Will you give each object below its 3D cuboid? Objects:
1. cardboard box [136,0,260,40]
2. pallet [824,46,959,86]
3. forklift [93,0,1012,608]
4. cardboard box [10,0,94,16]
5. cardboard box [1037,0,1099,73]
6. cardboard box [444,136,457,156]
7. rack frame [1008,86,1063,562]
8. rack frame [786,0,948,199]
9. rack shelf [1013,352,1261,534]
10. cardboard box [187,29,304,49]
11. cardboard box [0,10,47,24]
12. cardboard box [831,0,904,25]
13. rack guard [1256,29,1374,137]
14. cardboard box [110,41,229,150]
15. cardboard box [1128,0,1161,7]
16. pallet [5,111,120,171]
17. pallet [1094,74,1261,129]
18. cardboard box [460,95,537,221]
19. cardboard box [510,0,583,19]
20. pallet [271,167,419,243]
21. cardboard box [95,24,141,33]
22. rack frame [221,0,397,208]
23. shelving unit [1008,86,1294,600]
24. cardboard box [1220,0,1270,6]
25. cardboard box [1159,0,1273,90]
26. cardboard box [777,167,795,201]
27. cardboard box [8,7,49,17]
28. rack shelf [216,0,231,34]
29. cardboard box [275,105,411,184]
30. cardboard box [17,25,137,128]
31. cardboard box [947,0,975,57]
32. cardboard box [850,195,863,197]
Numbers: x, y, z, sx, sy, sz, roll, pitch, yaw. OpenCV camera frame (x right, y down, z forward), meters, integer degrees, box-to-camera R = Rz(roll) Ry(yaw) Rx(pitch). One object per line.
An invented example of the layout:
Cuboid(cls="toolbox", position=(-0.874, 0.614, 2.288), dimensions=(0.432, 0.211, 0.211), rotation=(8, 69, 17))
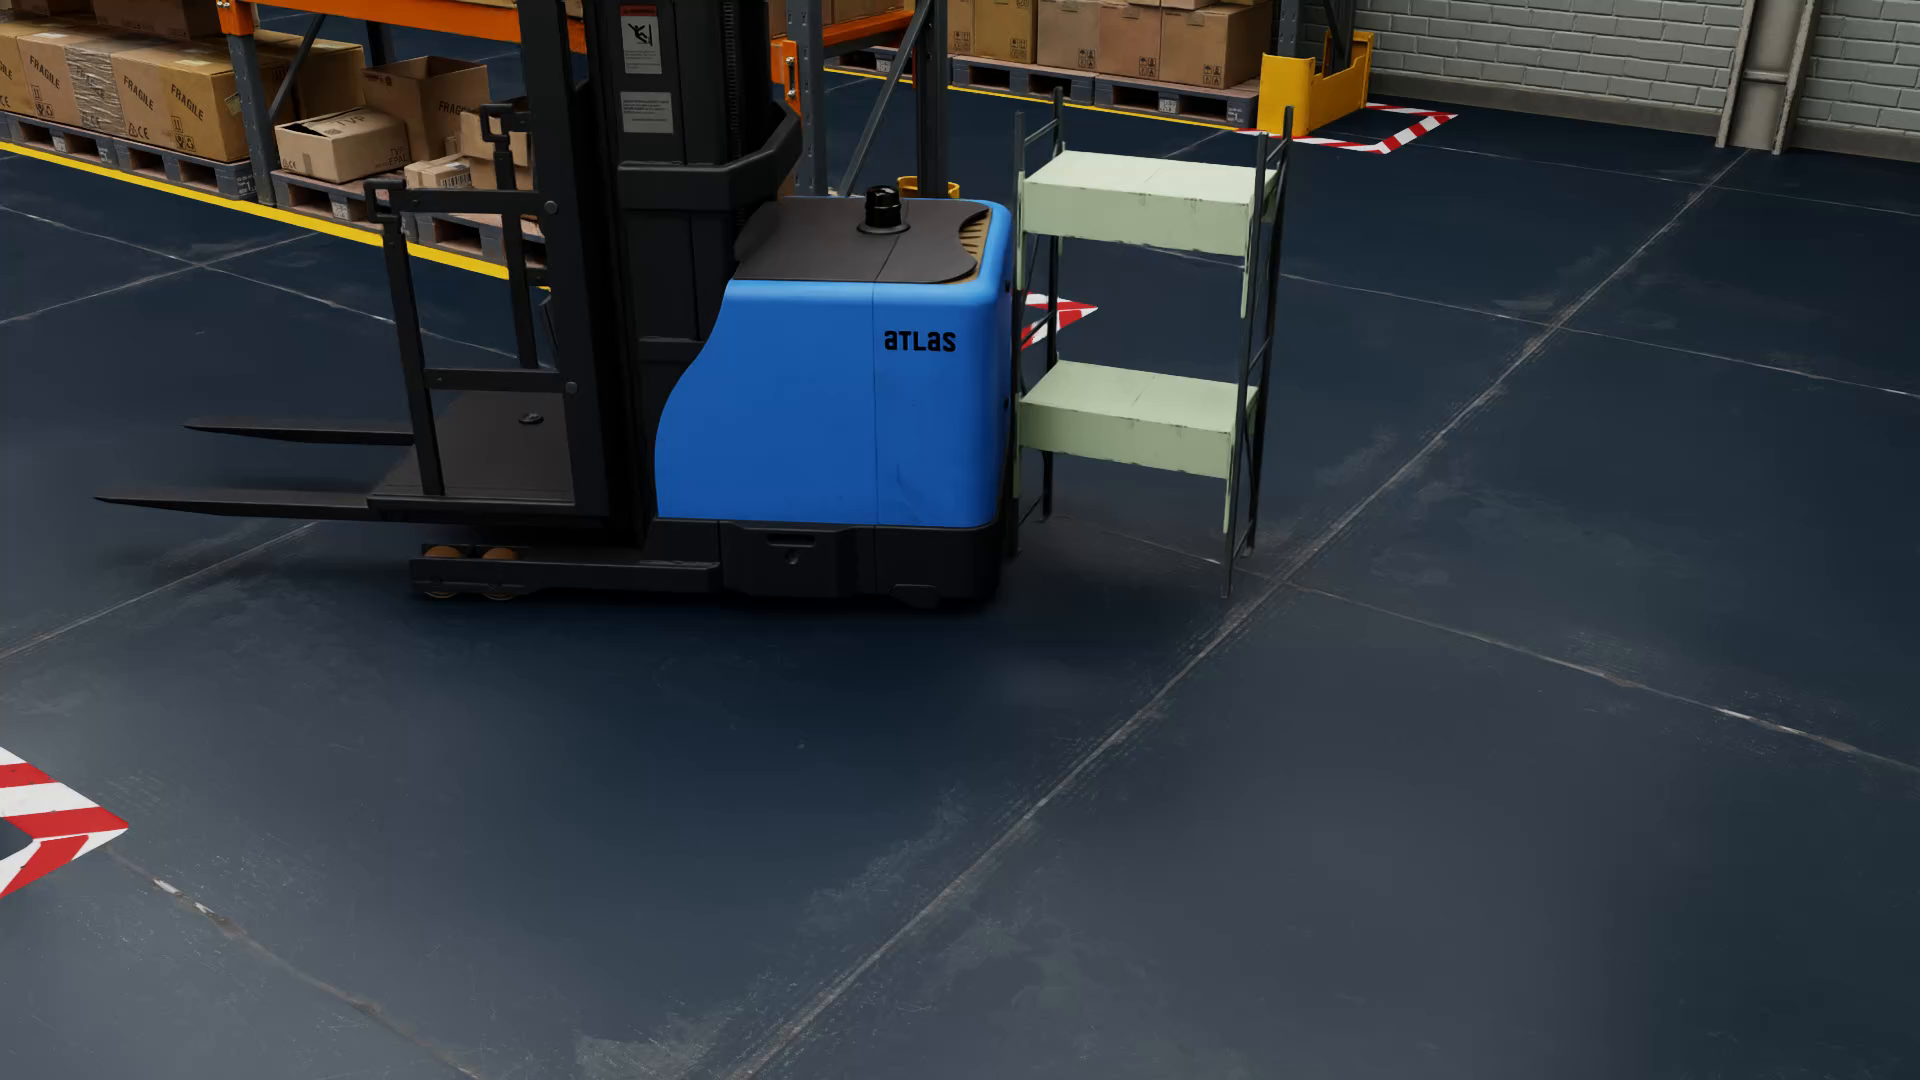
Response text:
Cuboid(cls="cardboard box", position=(-4.769, -3.320, 10.410), dimensions=(0.500, 0.250, 0.500), rotation=(17, 32, 30))
Cuboid(cls="pallet", position=(-0.300, -3.817, 13.018), dimensions=(1.213, 0.211, 1.003), rotation=(17, 32, 30))
Cuboid(cls="forklift", position=(-1.355, -1.347, 5.165), dimensions=(3.031, 2.935, 1.130), rotation=(2, 27, 4))
Cuboid(cls="cardboard box", position=(-6.029, -3.709, 11.176), dimensions=(0.500, 0.250, 0.500), rotation=(19, 32, 32))
Cuboid(cls="cardboard box", position=(0.953, -3.730, 12.065), dimensions=(0.500, 0.500, 0.700), rotation=(16, 31, 29))
Cuboid(cls="cardboard box", position=(-2.711, -2.243, 9.508), dimensions=(0.250, 0.149, 0.380), rotation=(17, 32, 30))
Cuboid(cls="rack frame", position=(0.245, -0.682, 5.436), dimensions=(0.023, 1.500, 0.400), rotation=(10, 29, 19))
Cuboid(cls="rack frame", position=(-0.387, -2.404, 7.167), dimensions=(0.127, 3.000, 1.000), rotation=(17, 32, 30))
Cuboid(cls="rack shelf", position=(0.585, -0.331, 5.465), dimensions=(0.720, 0.370, 0.431), rotation=(10, 29, 19))
Cuboid(cls="cardboard box", position=(-4.391, -2.862, 10.337), dimensions=(0.500, 0.500, 0.500), rotation=(18, 32, 31))
Cuboid(cls="cardboard box", position=(-6.333, -3.184, 10.971), dimensions=(0.500, 0.500, 0.500), rotation=(16, 31, 29))
Cuboid(cls="cardboard box", position=(-0.604, -2.661, 7.562), dimensions=(0.500, 0.500, 0.500), rotation=(18, 32, 31))
Cuboid(cls="rack guard", position=(2.434, -3.137, 11.363), dimensions=(0.348, 0.500, 1.175), rotation=(17, 32, 30))
Cuboid(cls="cardboard box", position=(-4.656, -2.663, 9.947), dimensions=(0.500, 0.500, 0.500), rotation=(17, 32, 30))
Cuboid(cls="cardboard box", position=(1.361, -3.792, 11.472), dimensions=(0.250, 0.149, 0.380), rotation=(18, 32, 32))
Cuboid(cls="pallet", position=(-5.386, -2.696, 10.816), dimensions=(1.213, 0.211, 1.003), rotation=(17, 32, 30))
Cuboid(cls="pallet", position=(1.711, -3.190, 11.786), dimensions=(1.213, 0.211, 1.003), rotation=(17, 32, 30))
Cuboid(cls="cardboard box", position=(-2.133, -2.034, 8.708), dimensions=(0.637, 0.503, 0.797), rotation=(17, 32, 30))
Cuboid(cls="cardboard box", position=(-1.748, -2.724, 7.685), dimensions=(0.500, 0.500, 0.500), rotation=(18, 32, 31))
Cuboid(cls="pallet", position=(-3.119, -2.012, 9.471), dimensions=(1.213, 0.211, 1.003), rotation=(17, 32, 30))
Cuboid(cls="cardboard box", position=(-5.215, -3.123, 10.850), dimensions=(0.500, 0.500, 0.500), rotation=(16, 31, 28))
Cuboid(cls="rack frame", position=(-3.684, -3.431, 9.185), dimensions=(0.127, 3.000, 1.000), rotation=(17, 32, 30))
Cuboid(cls="shelving unit", position=(0.585, -0.621, 5.317), dimensions=(0.755, 1.500, 0.431), rotation=(10, 29, 19))
Cuboid(cls="cardboard box", position=(1.997, -3.804, 11.496), dimensions=(0.250, 0.149, 0.380), rotation=(18, 32, 31))
Cuboid(cls="cardboard box", position=(1.781, -3.473, 11.559), dimensions=(0.500, 0.500, 0.700), rotation=(17, 32, 30))
Cuboid(cls="cardboard box", position=(-0.975, -1.534, 7.728), dimensions=(0.500, 0.500, 0.500), rotation=(17, 32, 30))
Cuboid(cls="cardboard box", position=(-6.078, -3.388, 11.371), dimensions=(0.500, 0.500, 0.500), rotation=(19, 32, 32))
Cuboid(cls="rack shelf", position=(-5.333, -3.624, 10.358), dimensions=(4.000, 0.370, 1.077), rotation=(17, 32, 30))
Cuboid(cls="cardboard box", position=(-3.461, -2.240, 9.325), dimensions=(0.500, 0.311, 0.500), rotation=(17, 32, 30))
Cuboid(cls="cardboard box", position=(-5.490, -2.922, 10.455), dimensions=(0.500, 0.500, 0.500), rotation=(16, 31, 29))
Cuboid(cls="cardboard box", position=(0.088, -3.997, 12.589), dimensions=(0.500, 0.500, 0.700), rotation=(17, 32, 30))
Cuboid(cls="cardboard box", position=(-0.538, -1.566, 8.178), dimensions=(0.250, 0.149, 0.380), rotation=(17, 32, 30))
